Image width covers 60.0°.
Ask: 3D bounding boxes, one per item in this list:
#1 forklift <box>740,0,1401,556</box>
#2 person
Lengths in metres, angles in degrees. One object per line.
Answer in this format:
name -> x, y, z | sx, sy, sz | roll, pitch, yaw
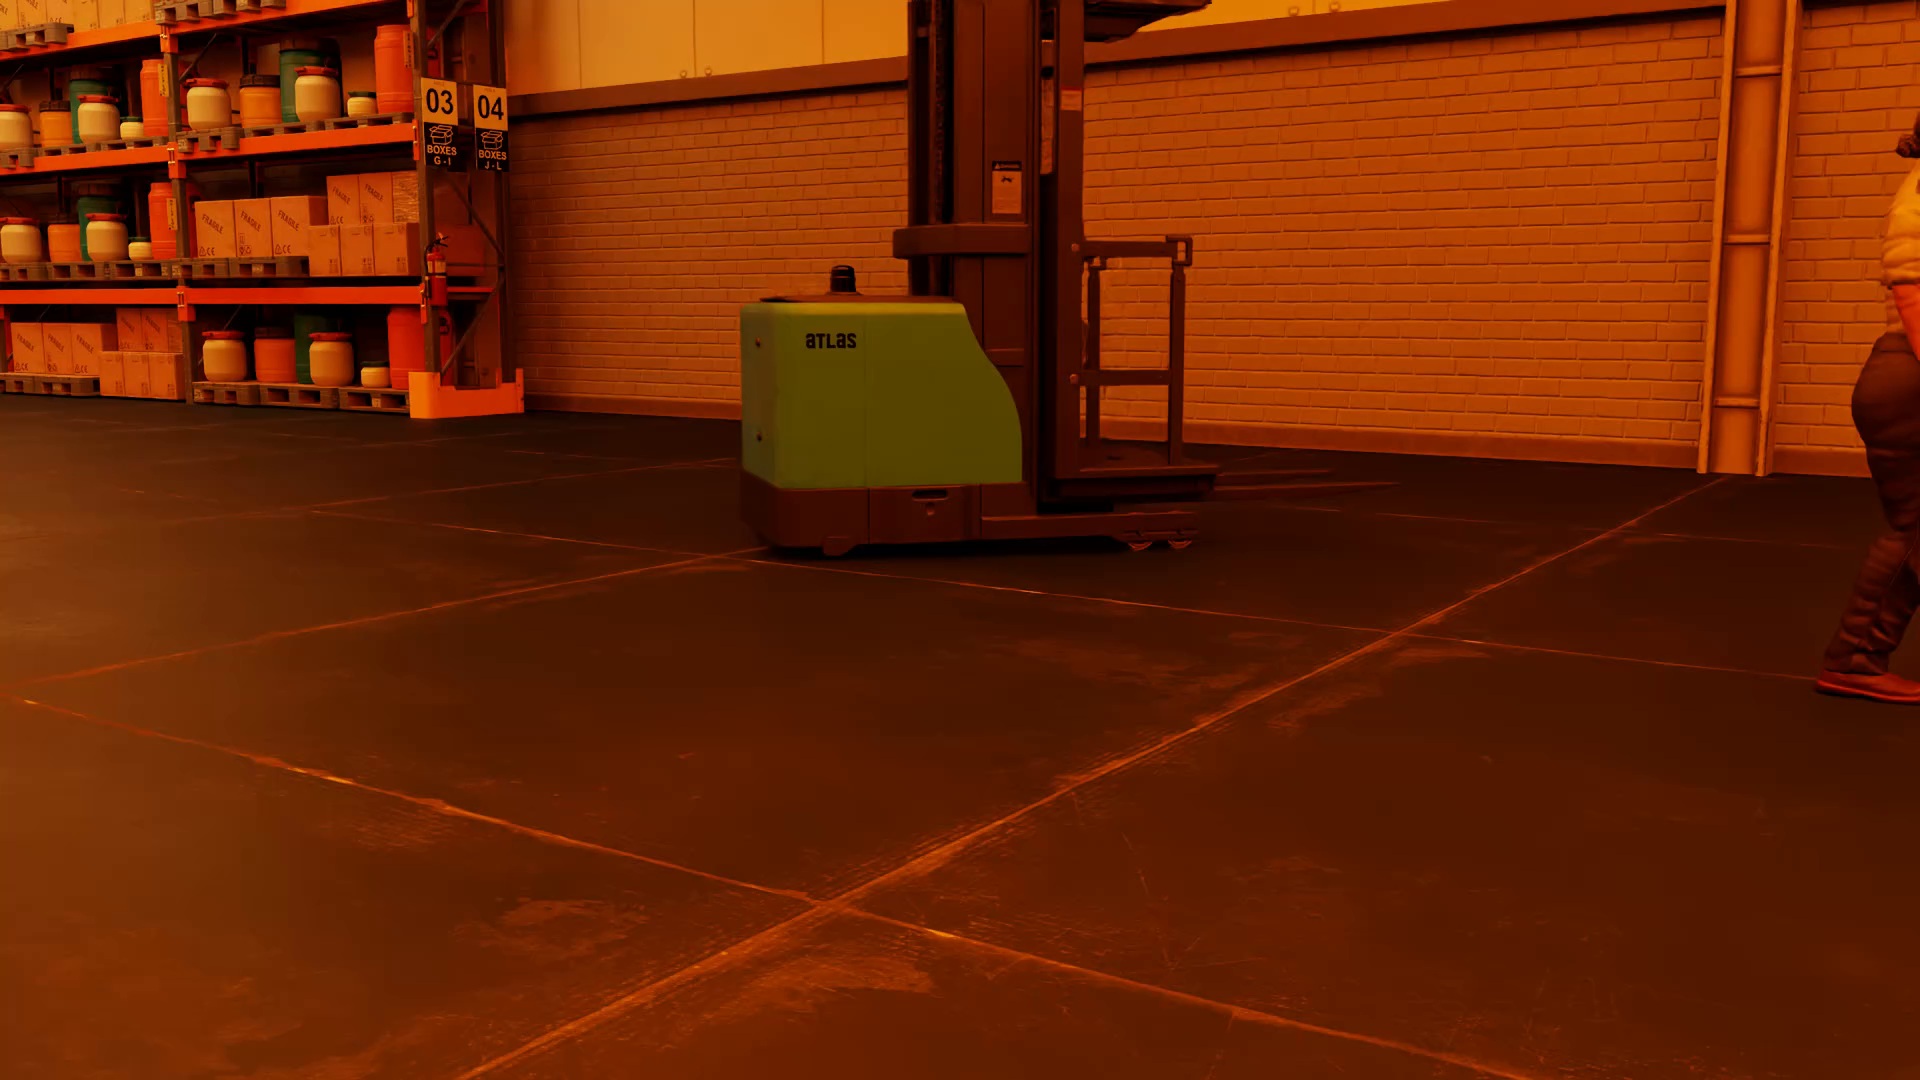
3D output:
forklift -> 0.551, -1.479, 7.591 | 3.031, 2.935, 1.130 | -2, 8, -17
person -> 2.664, -0.344, 4.491 | 0.516, 1.695, 0.592 | 5, 9, 30
